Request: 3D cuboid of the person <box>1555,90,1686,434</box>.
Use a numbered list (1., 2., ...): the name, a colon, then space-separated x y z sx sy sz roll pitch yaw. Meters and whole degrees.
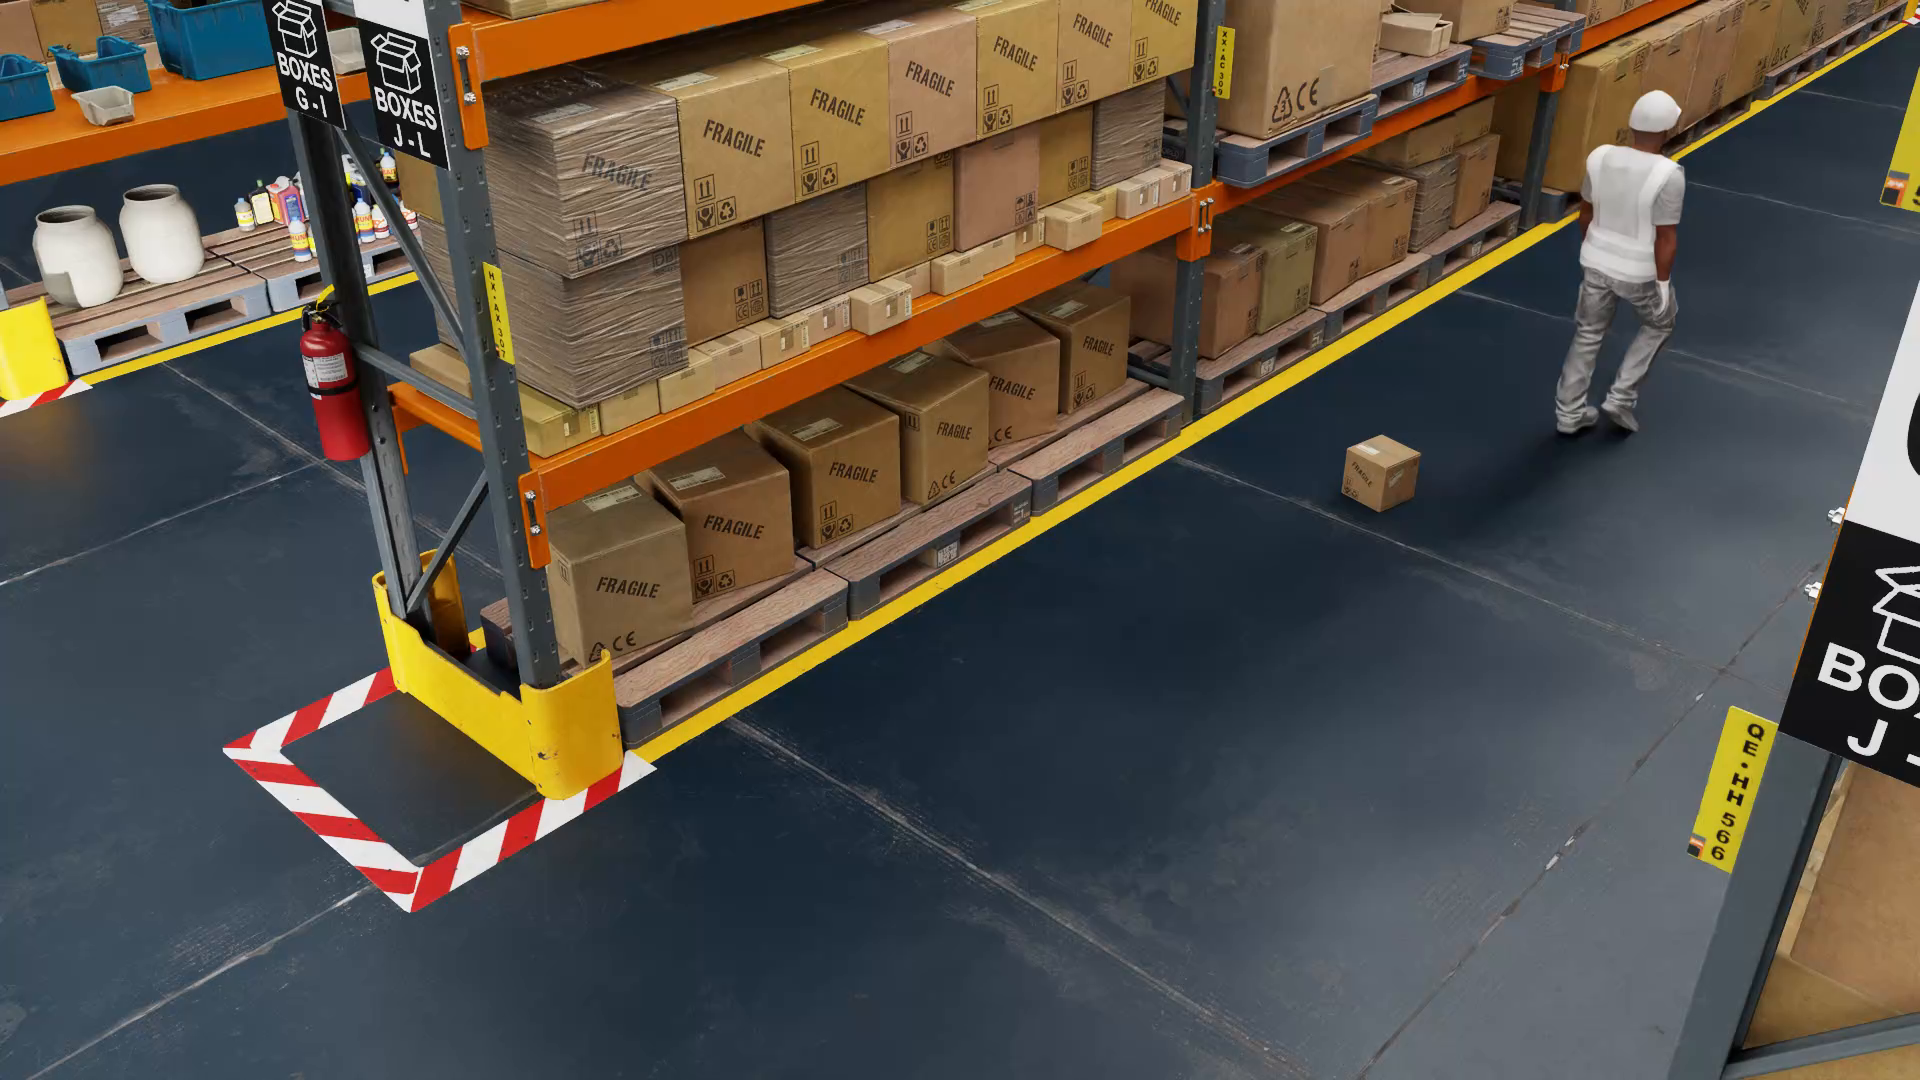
1. person: 3.362 -1.359 8.368 0.503 1.830 0.614 -23 38 -33
